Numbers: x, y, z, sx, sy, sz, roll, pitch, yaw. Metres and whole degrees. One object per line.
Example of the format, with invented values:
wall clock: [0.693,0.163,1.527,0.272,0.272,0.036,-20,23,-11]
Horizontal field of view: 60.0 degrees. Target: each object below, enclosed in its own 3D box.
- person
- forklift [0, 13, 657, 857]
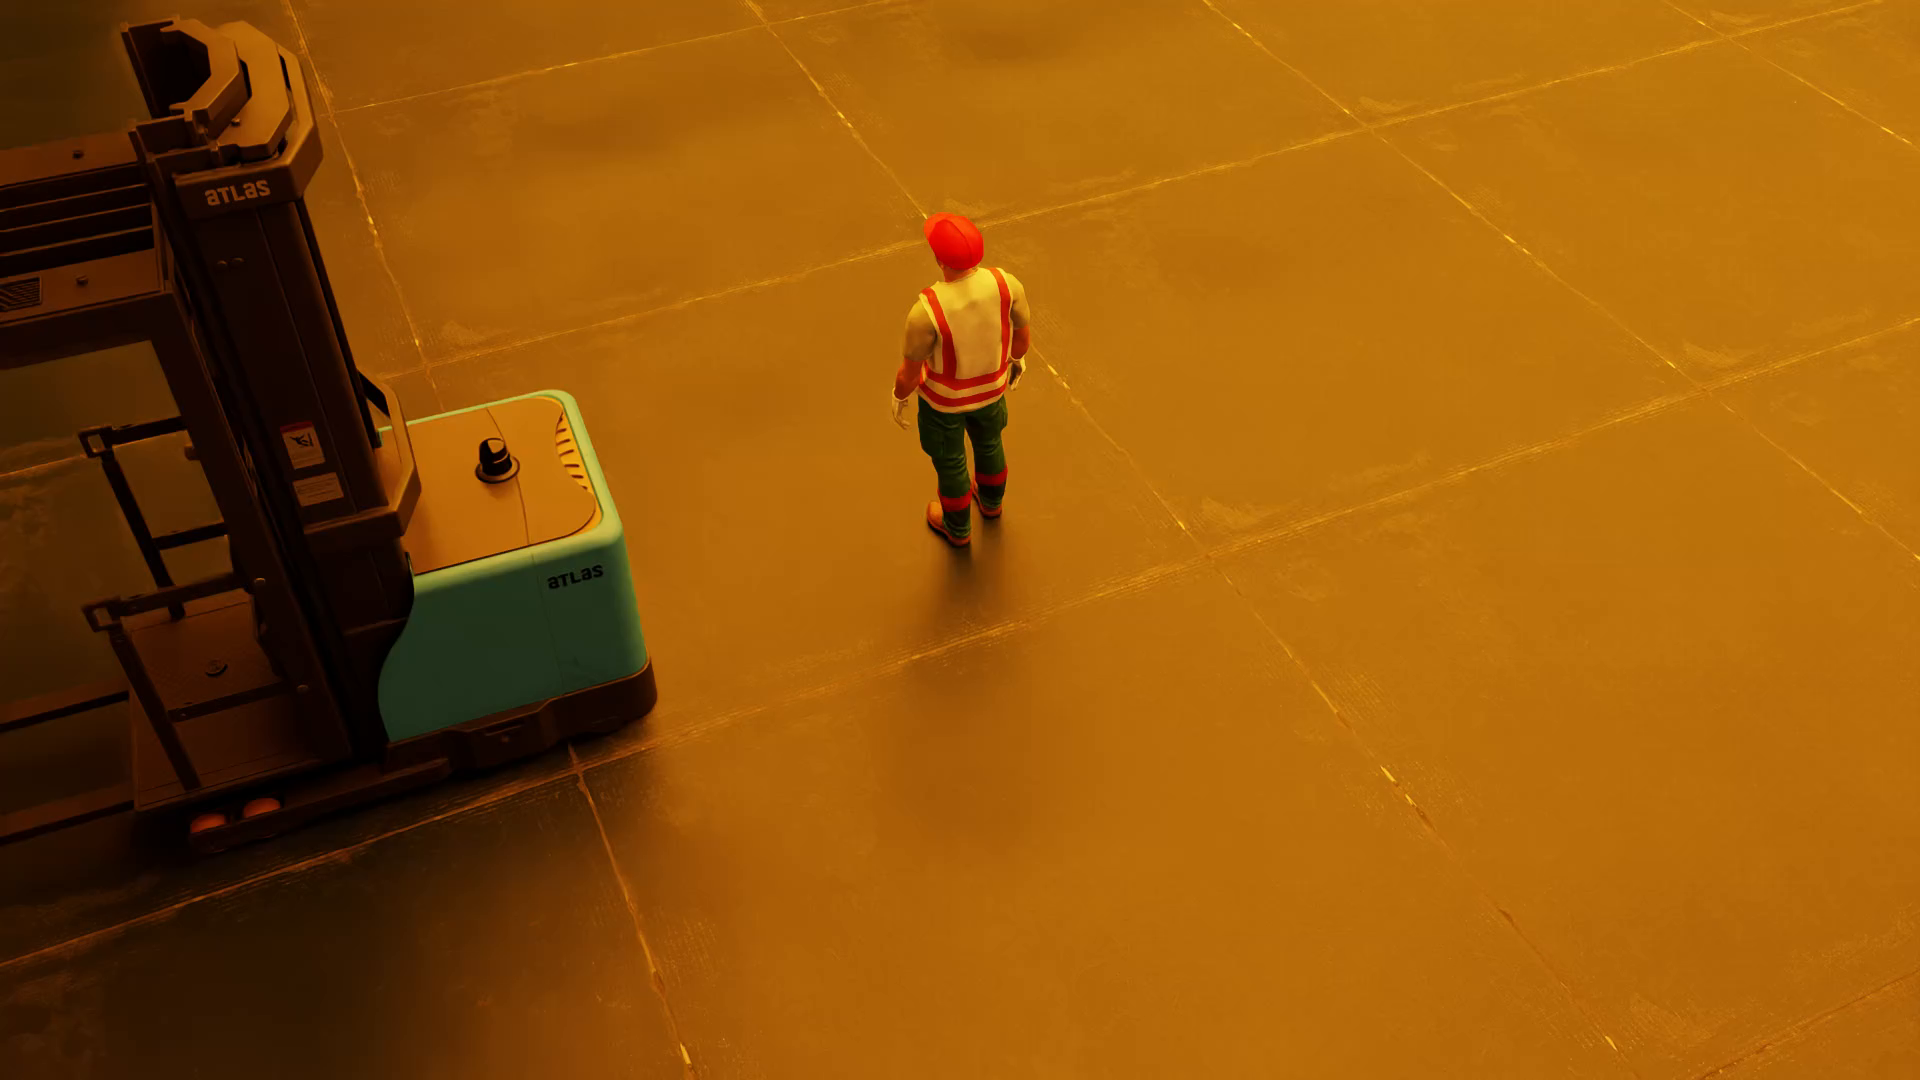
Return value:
person: [-0.023,-0.712,7.270,0.638,1.787,0.564,-18,46,-18]
forklift: [-2.844,-0.256,5.954,3.031,2.935,1.130,-15,45,-16]
